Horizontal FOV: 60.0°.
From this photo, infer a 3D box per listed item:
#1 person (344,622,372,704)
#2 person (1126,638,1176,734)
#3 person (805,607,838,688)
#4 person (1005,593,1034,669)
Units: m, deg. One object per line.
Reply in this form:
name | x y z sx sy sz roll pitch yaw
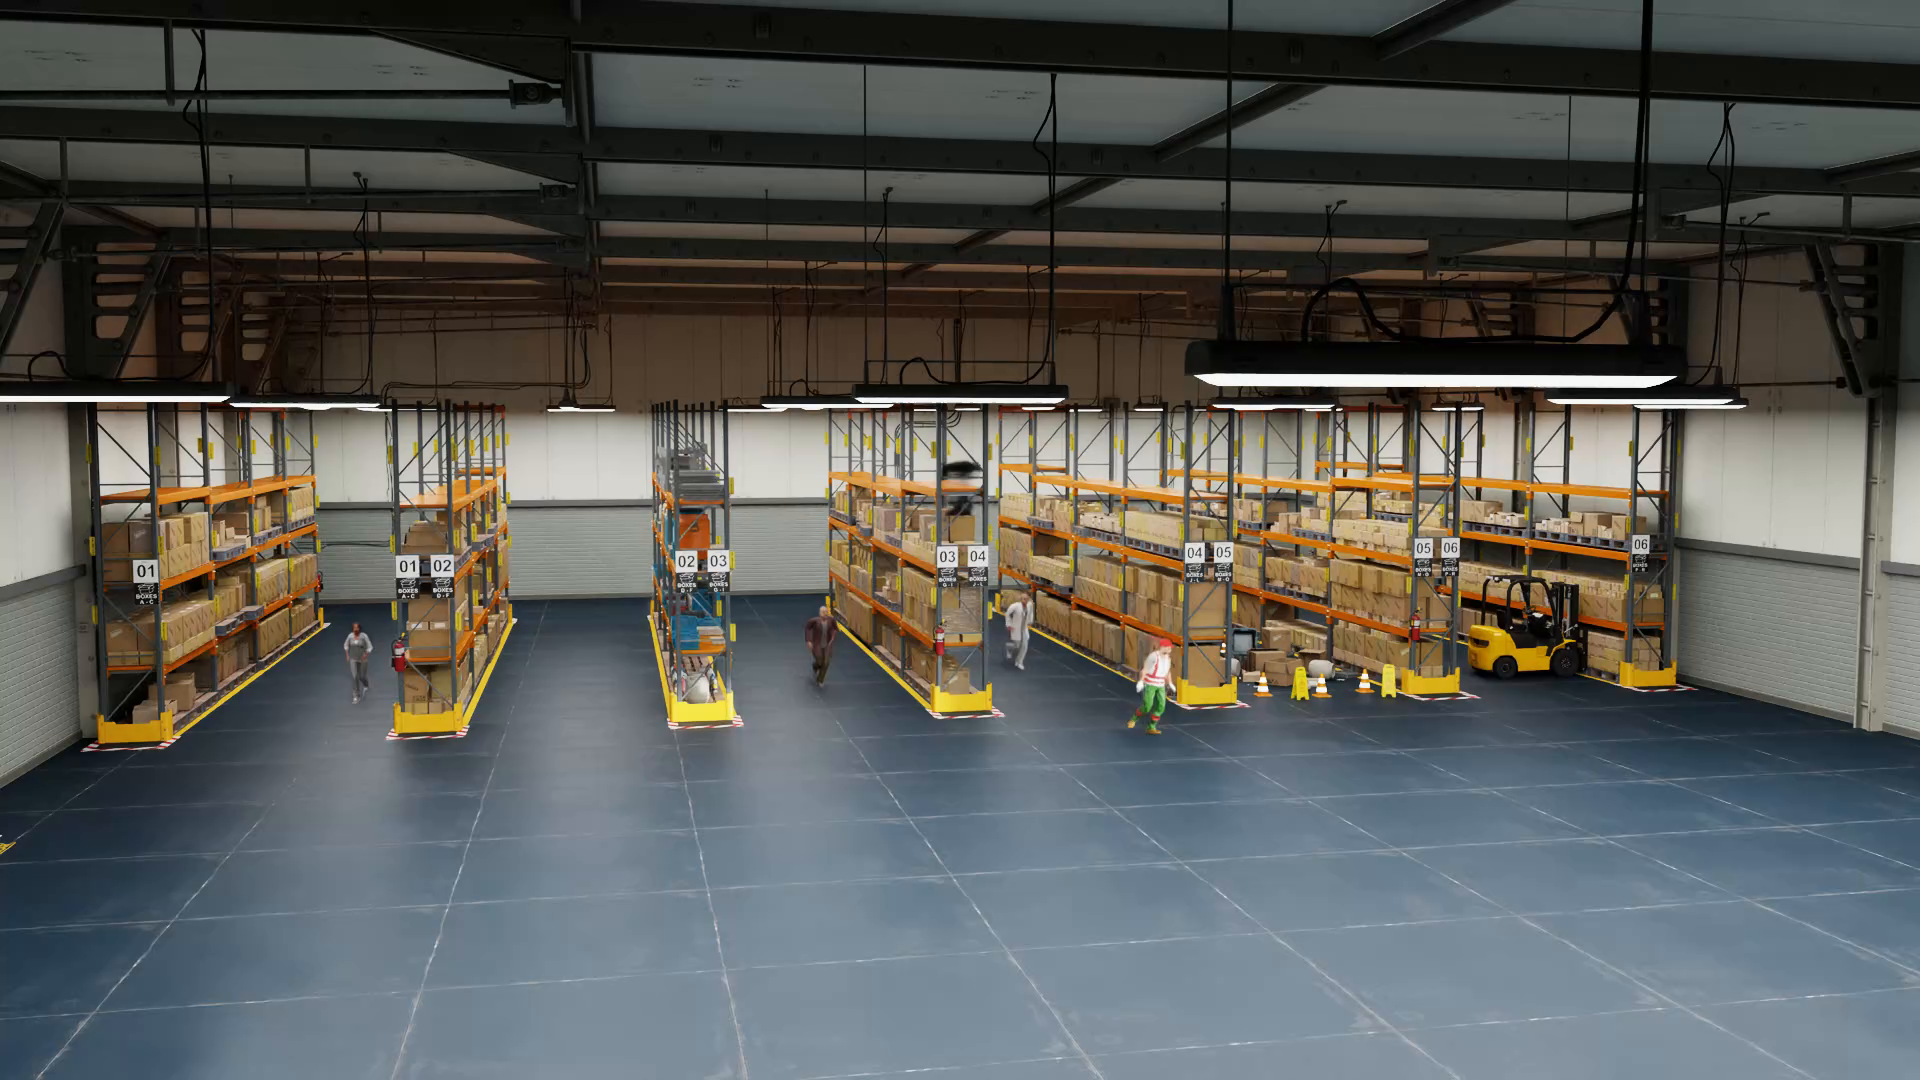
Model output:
person | -12.034 2.432 33.266 0.559 1.604 0.789 -1 4 -8
person | 3.440 2.609 29.810 0.763 1.723 0.705 -3 5 -36
person | -2.925 2.235 35.059 0.704 1.717 0.748 -2 5 -23
person | 1.326 2.048 37.743 0.709 1.727 0.792 -3 5 -32
